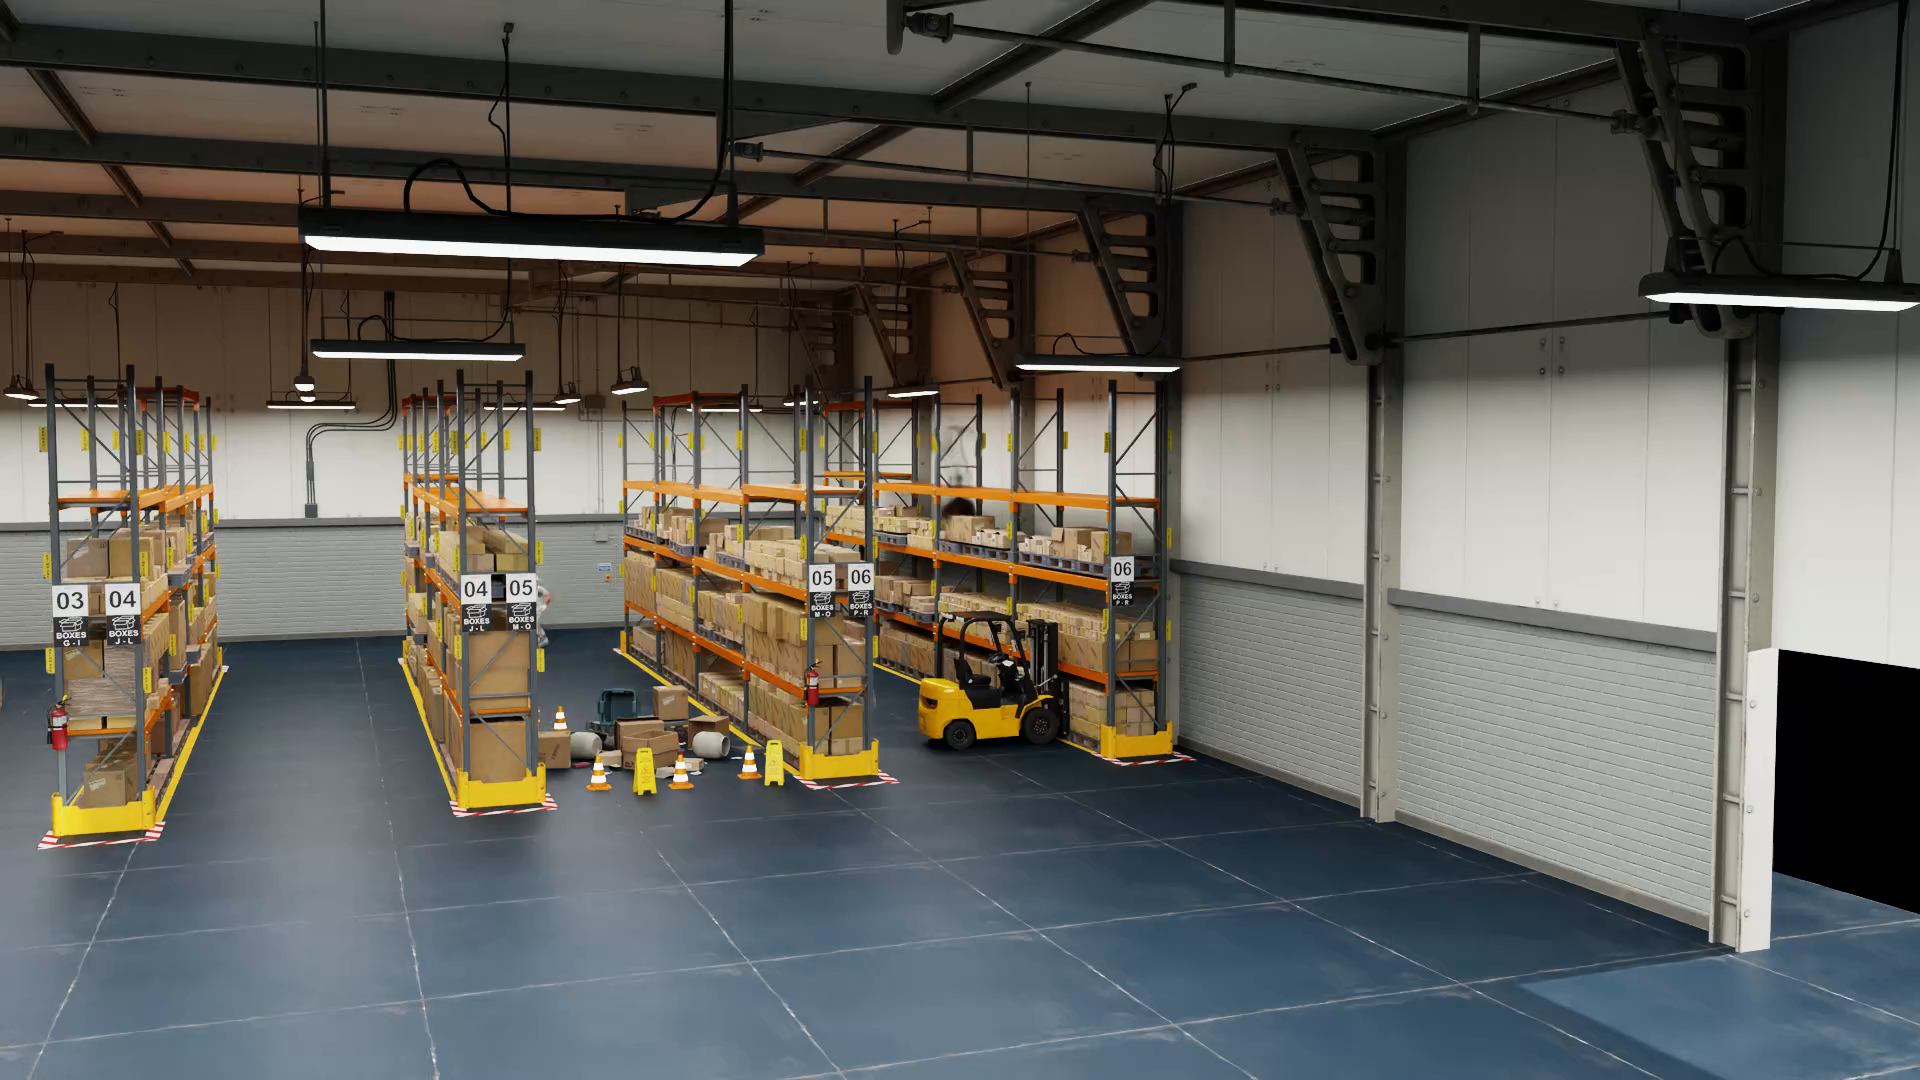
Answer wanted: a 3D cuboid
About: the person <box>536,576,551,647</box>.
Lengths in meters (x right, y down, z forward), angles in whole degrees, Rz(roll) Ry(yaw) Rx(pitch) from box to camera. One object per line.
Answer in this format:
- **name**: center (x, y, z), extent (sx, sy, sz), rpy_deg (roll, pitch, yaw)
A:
- **person**: center (-10.367, 1.758, 40.489), extent (0.720, 1.808, 0.640), rpy_deg (-3, 4, -38)
